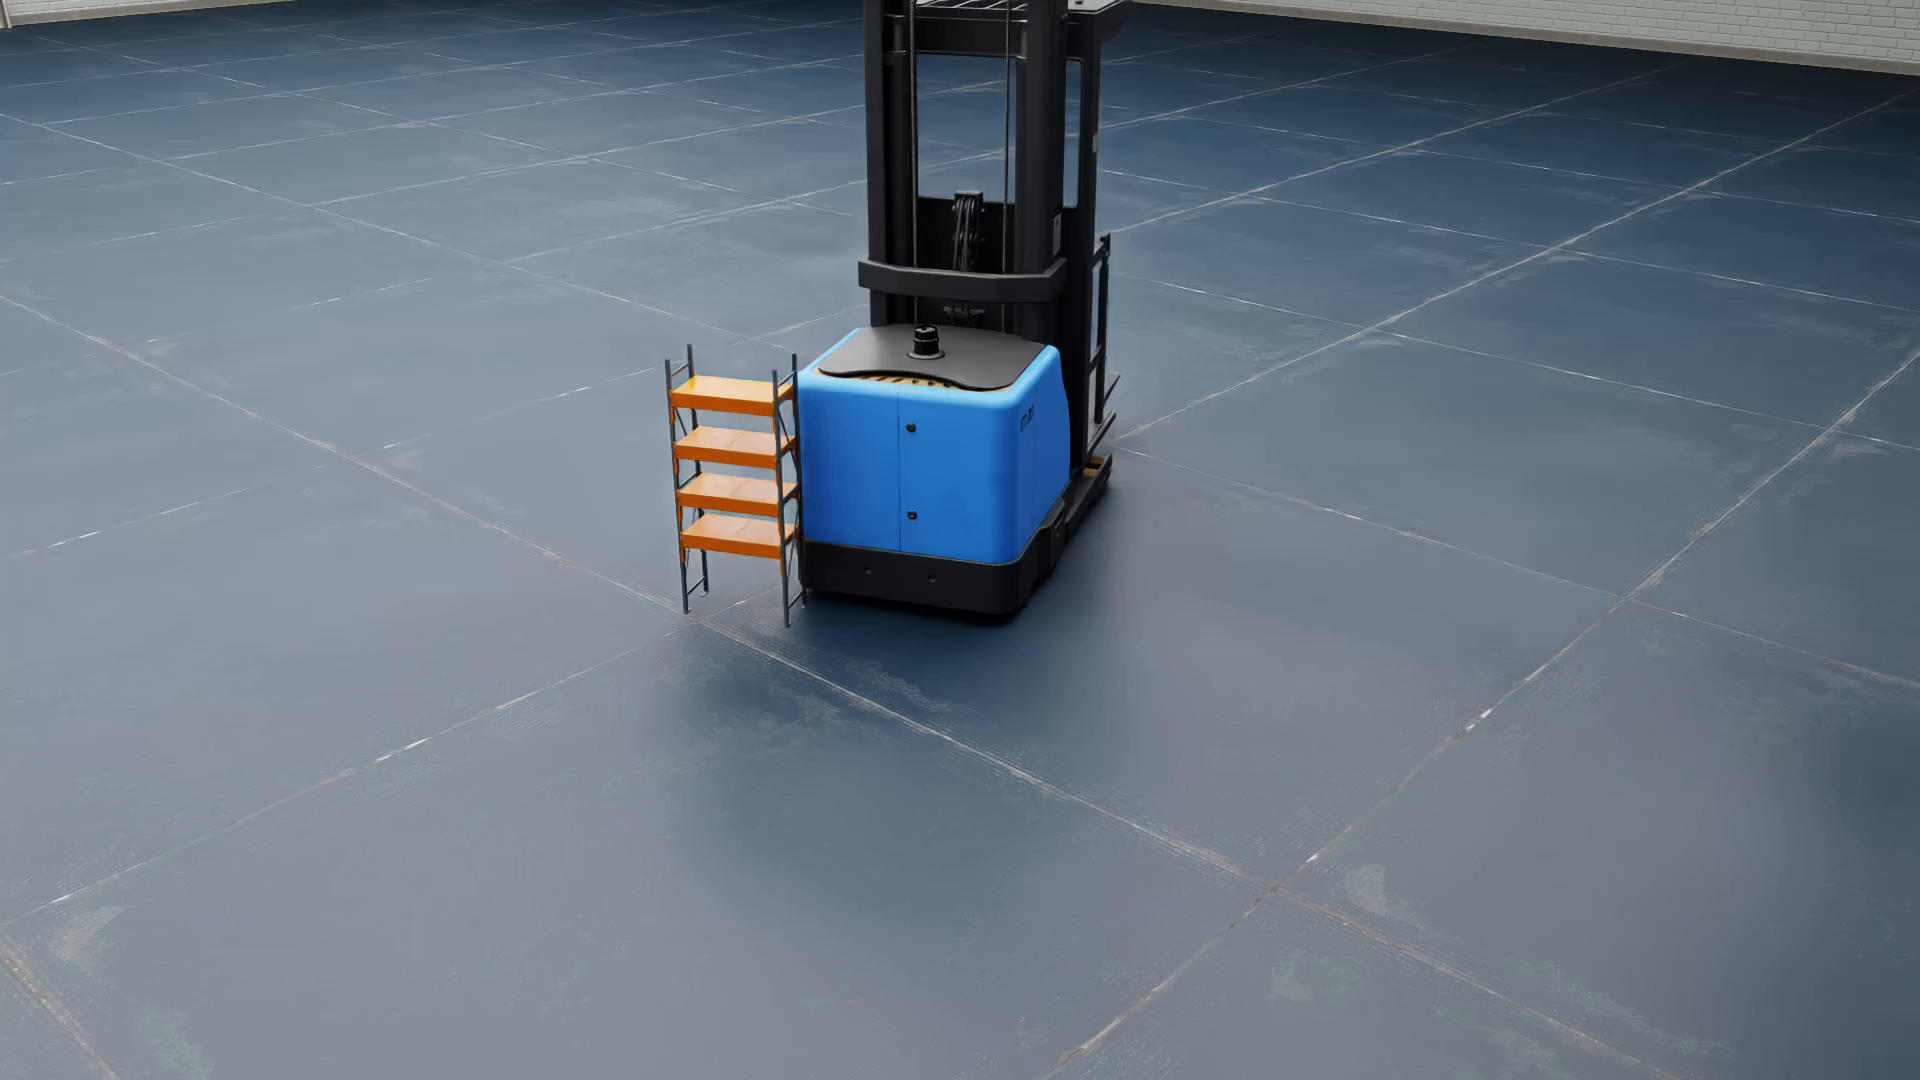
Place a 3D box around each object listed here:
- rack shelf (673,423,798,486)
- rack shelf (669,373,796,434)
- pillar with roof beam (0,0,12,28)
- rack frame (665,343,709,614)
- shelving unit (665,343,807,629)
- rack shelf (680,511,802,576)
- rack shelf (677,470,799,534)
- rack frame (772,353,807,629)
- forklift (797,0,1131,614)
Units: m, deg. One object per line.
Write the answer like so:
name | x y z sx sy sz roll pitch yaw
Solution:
rack shelf | -0.971 -0.374 7.234 0.480 0.148 0.258 7 25 15
rack shelf | -0.971 -0.589 7.137 0.480 0.148 0.258 7 25 15
pillar with roof beam | -12.072 -11.034 21.861 9.100 9.000 0.400 20 31 38
rack frame | -1.205 -0.259 7.362 0.015 1.200 0.240 7 25 15
shelving unit | -0.971 -0.231 7.298 0.503 1.200 0.258 7 25 15
rack shelf | -0.971 0.012 7.407 0.480 0.148 0.258 7 25 15
rack shelf | -0.971 -0.169 7.326 0.480 0.148 0.258 7 25 15
rack frame | -0.738 -0.202 7.234 0.015 1.200 0.240 7 25 15
forklift | 0.180 -1.588 8.209 1.130 2.935 3.031 7 25 16
